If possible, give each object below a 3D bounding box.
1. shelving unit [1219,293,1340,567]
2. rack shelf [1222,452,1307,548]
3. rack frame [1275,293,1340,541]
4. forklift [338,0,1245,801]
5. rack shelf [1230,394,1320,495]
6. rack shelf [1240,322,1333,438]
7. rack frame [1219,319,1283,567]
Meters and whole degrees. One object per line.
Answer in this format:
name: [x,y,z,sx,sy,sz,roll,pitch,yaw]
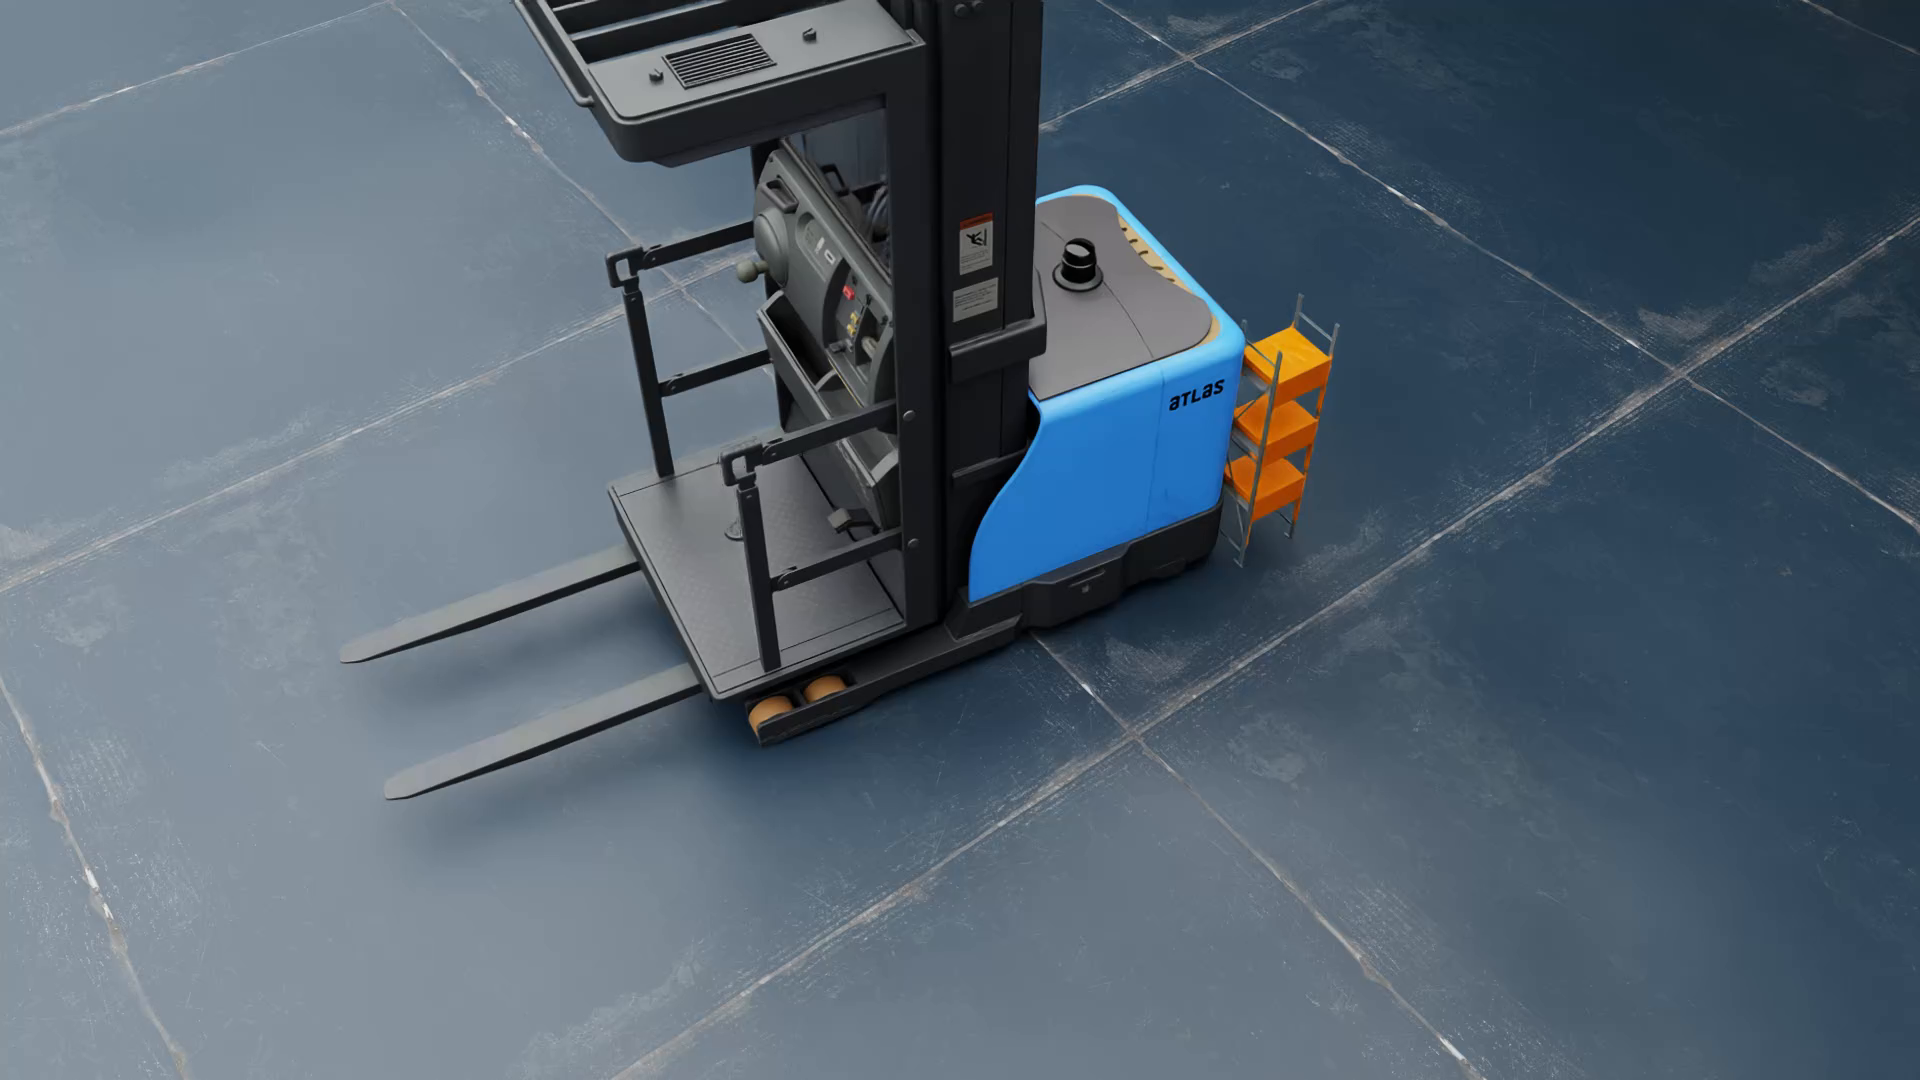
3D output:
shelving unit: [1.092,-0.364,5.871,0.252,1.050,0.215,-26,53,-21]
rack shelf: [1.091,-0.170,6.085,0.240,0.259,0.215,-26,53,-21]
rack frame: [1.194,-0.413,5.915,0.008,1.050,0.200,-26,53,-21]
forklift: [-0.600,-0.749,4.950,3.031,2.935,1.130,-21,51,-18]
rack shelf: [1.092,-0.357,5.879,0.240,0.259,0.215,-26,53,-21]
rack shelf: [1.092,-0.547,5.669,0.240,0.259,0.215,-26,53,-21]
rack frame: [0.989,-0.315,5.827,0.008,1.050,0.200,-26,53,-21]
